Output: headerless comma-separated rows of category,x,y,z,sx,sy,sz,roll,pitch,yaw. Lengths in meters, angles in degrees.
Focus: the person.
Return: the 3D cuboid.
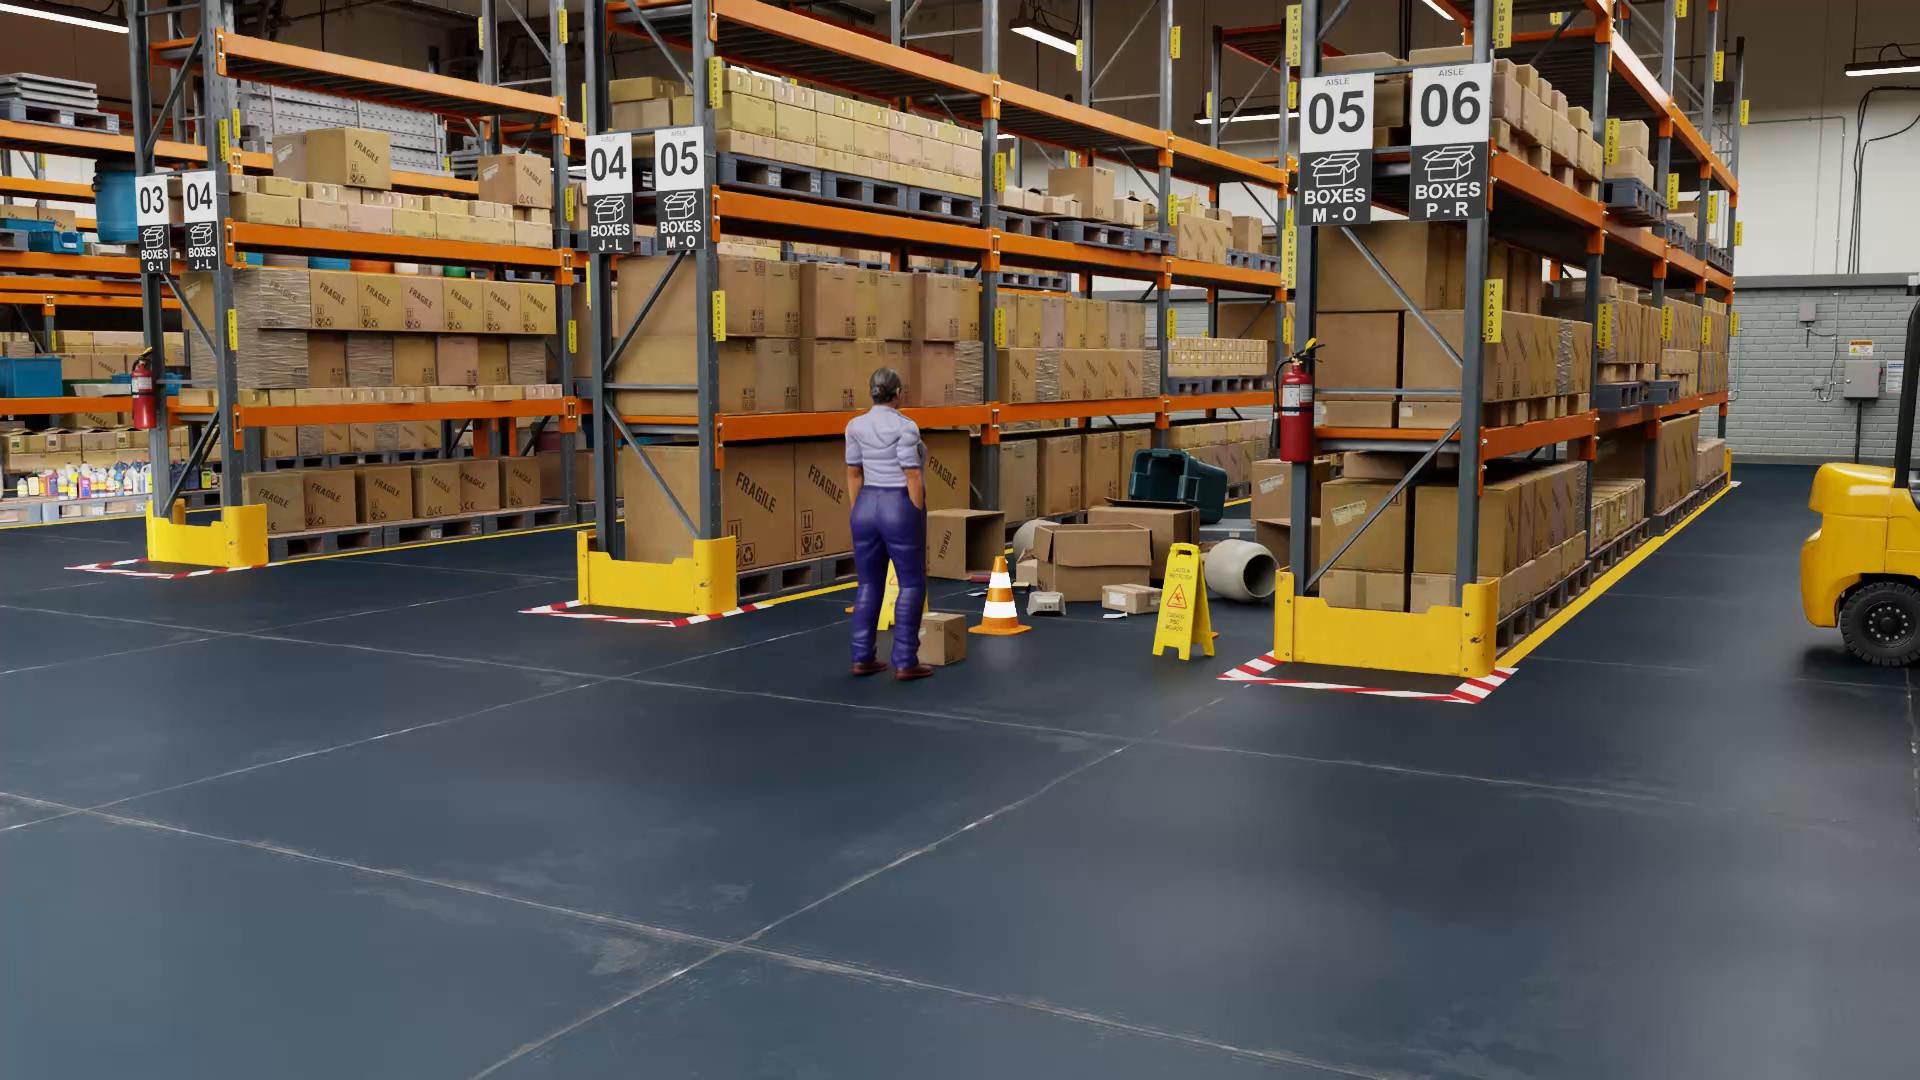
person,-0.382,-0.094,8.863,0.469,1.646,0.329,3,7,30
